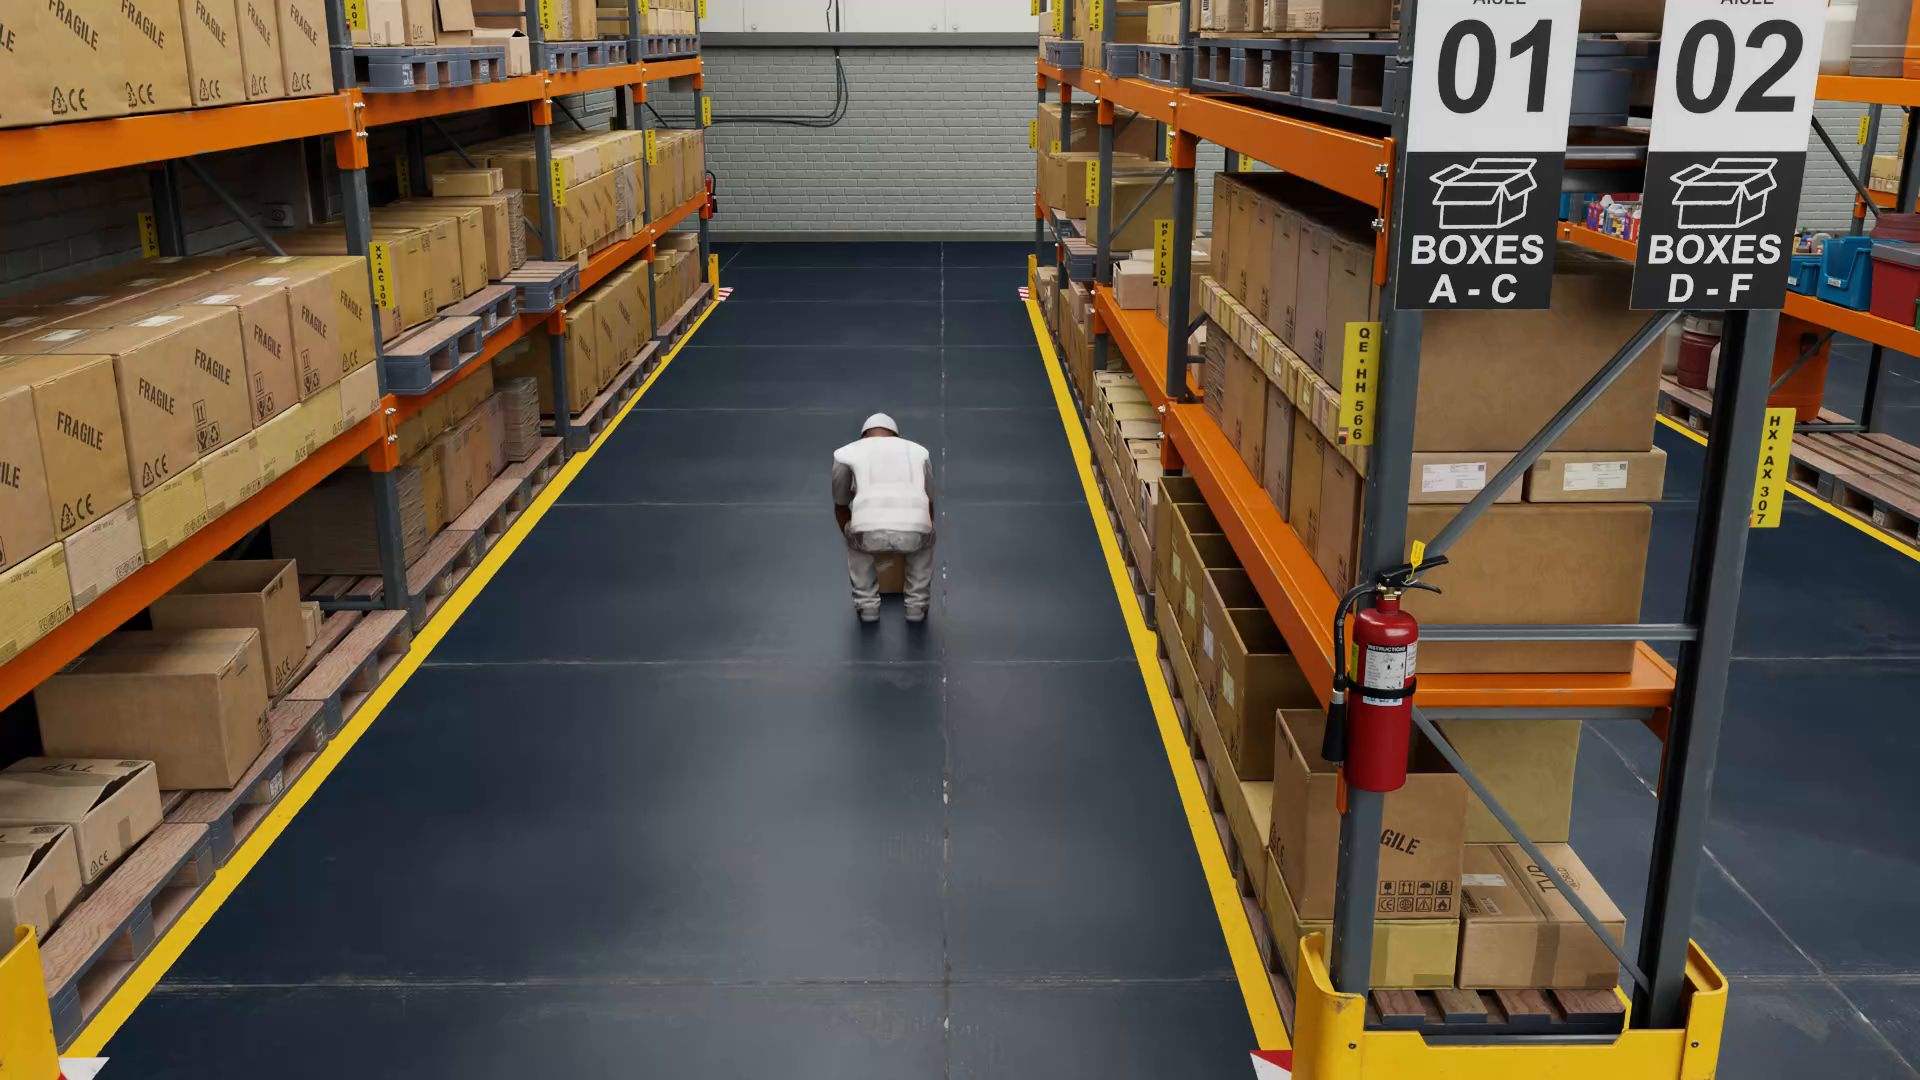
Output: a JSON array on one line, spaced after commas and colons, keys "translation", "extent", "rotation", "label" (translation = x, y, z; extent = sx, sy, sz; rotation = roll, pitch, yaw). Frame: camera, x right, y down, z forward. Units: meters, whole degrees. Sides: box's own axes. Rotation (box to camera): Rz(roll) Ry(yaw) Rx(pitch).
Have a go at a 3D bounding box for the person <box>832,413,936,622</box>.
[{"translation": [-0.422, -0.116, 9.176], "extent": [0.584, 1.038, 0.895], "rotation": [0, 17, -1], "label": "person"}]
